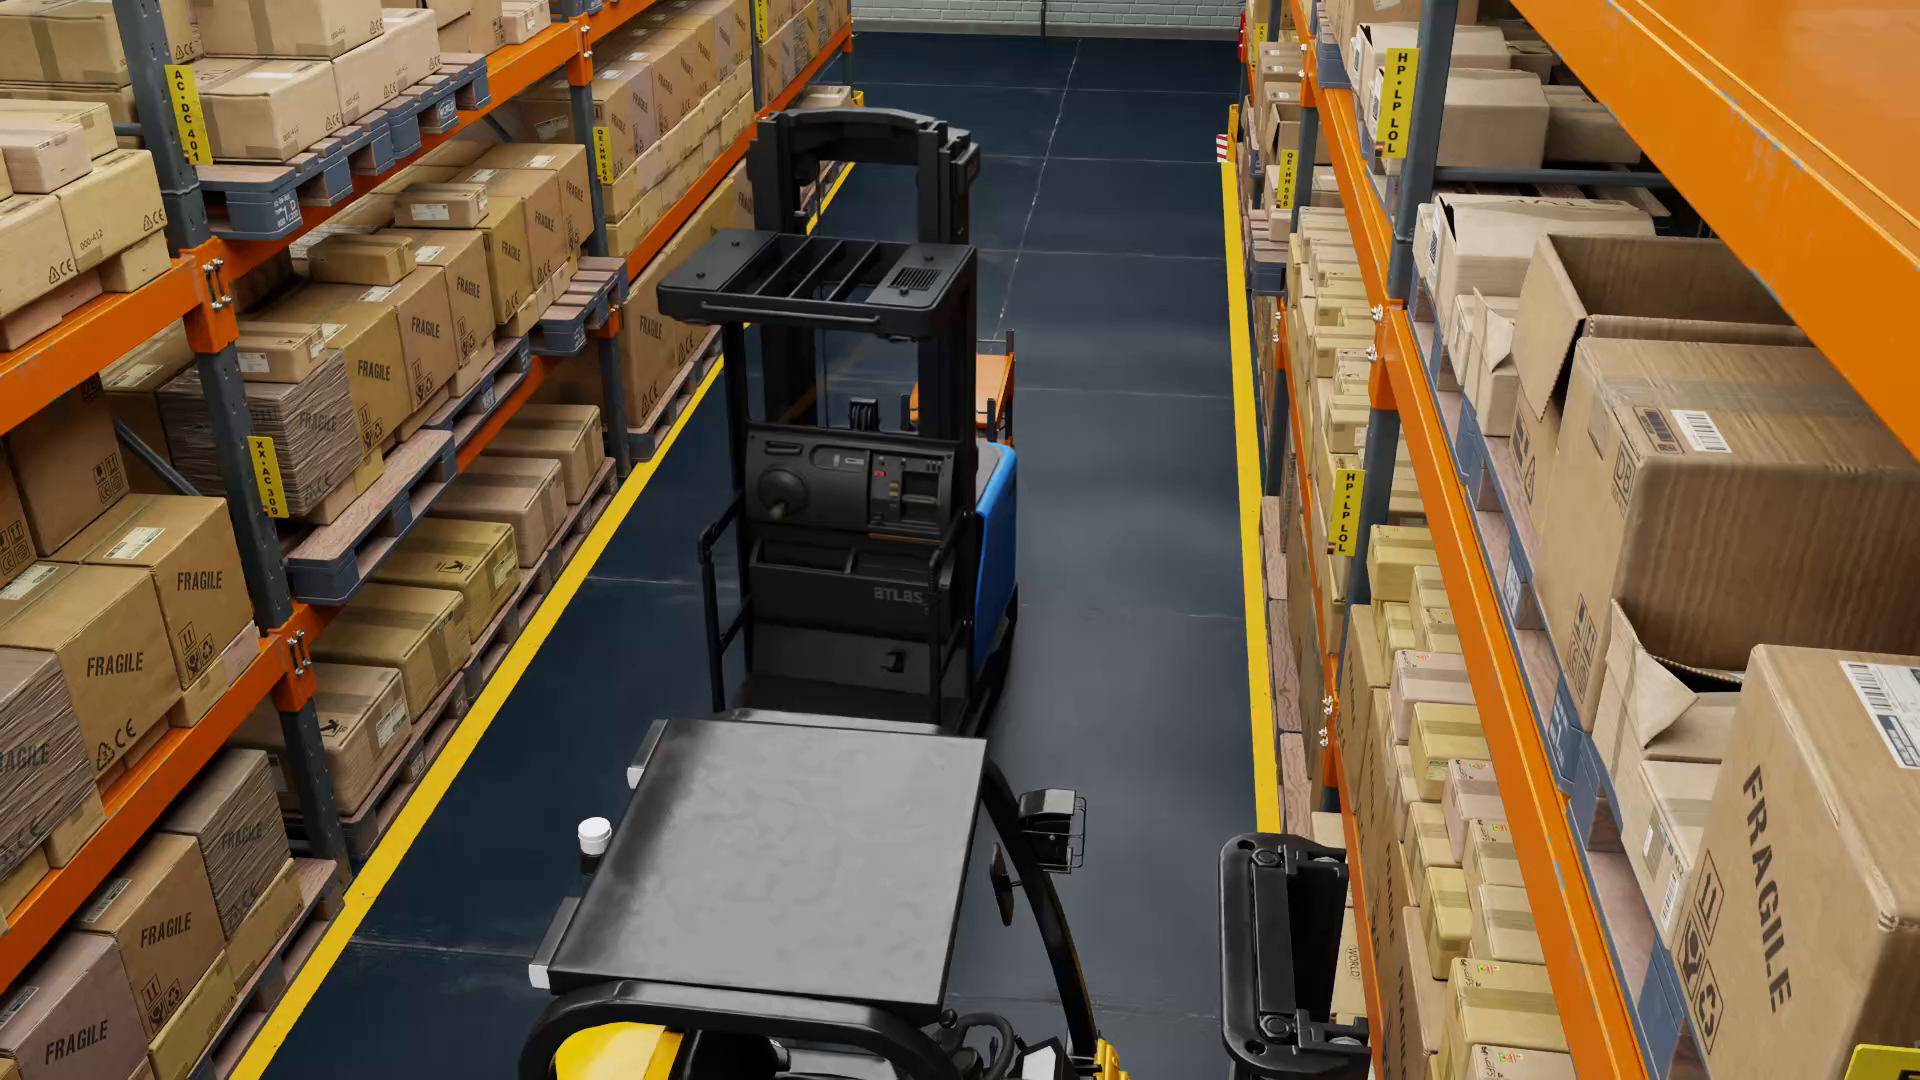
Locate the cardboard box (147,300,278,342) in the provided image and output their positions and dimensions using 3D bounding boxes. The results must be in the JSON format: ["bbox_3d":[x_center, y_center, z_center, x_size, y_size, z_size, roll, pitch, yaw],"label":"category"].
[{"bbox_3d":[-3.192,-0.700,7.025,0.500,0.500,0.500,4,29,6],"label":"cardboard box"}]

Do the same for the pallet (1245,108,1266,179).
[{"bbox_3d":[2.621,-2.901,12.174,1.003,0.211,1.213,3,28,6],"label":"pallet"}]

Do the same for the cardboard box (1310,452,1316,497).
[{"bbox_3d":[1.796,-0.245,7.200,0.500,0.250,0.500,4,29,7],"label":"cardboard box"}]

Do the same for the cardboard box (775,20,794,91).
[{"bbox_3d":[-1.717,-4.128,14.145,0.500,0.500,0.500,4,29,7],"label":"cardboard box"}]

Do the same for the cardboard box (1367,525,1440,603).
[{"bbox_3d":[1.513,0.083,5.331,0.380,0.149,0.250,4,29,7],"label":"cardboard box"}]

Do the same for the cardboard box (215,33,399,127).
[{"bbox_3d":[-2.549,-1.806,6.493,0.500,0.250,0.500,3,28,6],"label":"cardboard box"}]

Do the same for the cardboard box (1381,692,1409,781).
[{"bbox_3d":[1.408,0.574,4.733,0.380,0.149,0.250,4,29,7],"label":"cardboard box"}]

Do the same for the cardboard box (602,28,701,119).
[{"bbox_3d":[-2.092,-3.175,11.321,0.500,0.500,0.500,4,29,7],"label":"cardboard box"}]

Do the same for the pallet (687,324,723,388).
[{"bbox_3d":[-2.267,-1.471,12.257,1.003,0.211,1.213,3,28,6],"label":"pallet"}]

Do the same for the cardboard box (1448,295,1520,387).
[{"bbox_3d":[1.396,-0.473,4.019,0.380,0.149,0.250,4,29,8],"label":"cardboard box"}]

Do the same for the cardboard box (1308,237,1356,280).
[{"bbox_3d":[1.968,-1.421,8.435,0.380,0.149,0.250,4,29,8],"label":"cardboard box"}]

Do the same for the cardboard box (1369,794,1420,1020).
[{"bbox_3d":[1.425,1.045,4.543,0.500,0.500,0.500,3,28,6],"label":"cardboard box"}]

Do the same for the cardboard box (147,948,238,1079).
[{"bbox_3d":[-2.941,1.695,5.898,0.500,0.250,0.500,3,28,5],"label":"cardboard box"}]

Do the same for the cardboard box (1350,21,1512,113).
[{"bbox_3d":[1.788,-1.816,6.341,0.500,0.311,0.500,2,28,4],"label":"cardboard box"}]

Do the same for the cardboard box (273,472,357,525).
[{"bbox_3d":[-2.699,-0.192,6.766,0.380,0.149,0.250,4,29,7],"label":"cardboard box"}]

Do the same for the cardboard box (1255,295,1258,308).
[{"bbox_3d":[2.489,-1.974,12.444,0.500,0.500,0.500,3,28,6],"label":"cardboard box"}]

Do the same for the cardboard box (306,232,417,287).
[{"bbox_3d":[-2.641,-1.240,7.343,0.380,0.149,0.250,5,29,9],"label":"cardboard box"}]

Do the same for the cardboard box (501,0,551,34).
[{"bbox_3d":[-2.420,-2.808,8.903,0.380,0.149,0.250,3,28,6],"label":"cardboard box"}]

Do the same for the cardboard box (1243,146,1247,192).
[{"bbox_3d":[2.841,-3.397,15.085,0.500,0.500,0.500,4,29,7],"label":"cardboard box"}]

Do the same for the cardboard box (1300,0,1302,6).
[{"bbox_3d":[2.220,-3.219,9.558,0.500,0.250,0.500,3,29,6],"label":"cardboard box"}]

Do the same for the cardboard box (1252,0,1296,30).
[{"bbox_3d":[2.811,-4.729,14.419,0.500,0.500,0.500,4,29,7],"label":"cardboard box"}]

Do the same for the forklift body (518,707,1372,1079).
[{"bbox_3d":[-0.222,1.668,4.385,2.313,2.155,1.214,3,28,6],"label":"forklift body"}]

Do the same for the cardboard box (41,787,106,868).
[{"bbox_3d":[-2.938,0.882,5.215,0.380,0.149,0.250,3,28,5],"label":"cardboard box"}]

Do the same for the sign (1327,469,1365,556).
[{"bbox_3d":[1.307,-0.091,5.619,0.100,0.325,0.005,3,28,6],"label":"sign"}]

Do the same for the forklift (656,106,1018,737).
[{"bbox_3d":[-0.528,-0.201,7.032,1.130,2.935,3.031,6,29,11],"label":"forklift"}]

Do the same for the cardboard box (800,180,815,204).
[{"bbox_3d":[-1.807,-3.409,15.175,0.875,0.438,0.875,3,28,5],"label":"cardboard box"}]

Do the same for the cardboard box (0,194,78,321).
[{"bbox_3d":[-2.928,-0.800,4.755,0.500,0.250,0.500,3,28,5],"label":"cardboard box"}]

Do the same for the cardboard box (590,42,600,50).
[{"bbox_3d":[-2.664,-2.977,10.954,0.500,0.500,0.500,3,28,6],"label":"cardboard box"}]

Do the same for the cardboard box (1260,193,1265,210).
[{"bbox_3d":[2.519,-2.572,12.870,0.380,0.149,0.250,5,29,9],"label":"cardboard box"}]

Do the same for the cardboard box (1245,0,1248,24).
[{"bbox_3d":[2.994,-5.105,15.908,0.500,0.250,0.500,4,29,6],"label":"cardboard box"}]

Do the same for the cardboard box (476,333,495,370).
[{"bbox_3d":[-2.508,-0.931,8.138,0.380,0.149,0.250,2,28,5],"label":"cardboard box"}]

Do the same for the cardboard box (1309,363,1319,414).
[{"bbox_3d":[1.858,-0.709,7.534,0.500,0.250,0.500,4,29,7],"label":"cardboard box"}]

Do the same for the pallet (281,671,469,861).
[{"bbox_3d":[-2.986,0.985,7.699,1.003,0.211,1.213,3,28,6],"label":"pallet"}]

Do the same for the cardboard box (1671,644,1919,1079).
[{"bbox_3d":[1.169,0.477,1.885,0.500,0.500,0.500,4,29,8],"label":"cardboard box"}]

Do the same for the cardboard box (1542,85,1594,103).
[{"bbox_3d":[2.057,-1.541,6.003,0.380,0.149,0.250,3,28,6],"label":"cardboard box"}]

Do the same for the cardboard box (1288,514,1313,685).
[{"bbox_3d":[2.092,0.306,8.080,0.875,0.625,0.625,2,28,4],"label":"cardboard box"}]

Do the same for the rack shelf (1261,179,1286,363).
[{"bbox_3d":[2.582,-2.097,11.238,1.077,0.370,4.000,3,28,6],"label":"rack shelf"}]

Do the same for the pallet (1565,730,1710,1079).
[{"bbox_3d":[1.469,0.680,2.255,1.003,0.211,1.213,3,28,6],"label":"pallet"}]

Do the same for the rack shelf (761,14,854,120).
[{"bbox_3d":[-1.855,-4.267,15.265,1.077,0.370,4.000,3,28,6],"label":"rack shelf"}]

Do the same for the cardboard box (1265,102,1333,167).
[{"bbox_3d":[2.353,-2.482,10.642,0.797,0.503,0.637,3,28,5],"label":"cardboard box"}]

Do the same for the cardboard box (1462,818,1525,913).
[{"bbox_3d":[1.421,0.812,3.977,0.380,0.149,0.250,3,29,6],"label":"cardboard box"}]

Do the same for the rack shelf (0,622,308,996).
[{"bbox_3d":[-3.325,1.382,4.781,1.077,0.370,4.000,3,28,6],"label":"rack shelf"}]

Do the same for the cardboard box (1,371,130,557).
[{"bbox_3d":[-3.349,-0.297,5.665,0.700,0.500,0.500,3,28,6],"label":"cardboard box"}]

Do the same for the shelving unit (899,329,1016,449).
[{"bbox_3d":[0.001,-0.498,9.489,0.538,1.125,1.048,3,28,6],"label":"shelving unit"}]

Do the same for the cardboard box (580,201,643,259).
[{"bbox_3d":[-2.280,-1.909,10.288,0.500,0.250,0.500,3,28,5],"label":"cardboard box"}]

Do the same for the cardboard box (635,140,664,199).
[{"bbox_3d":[-2.218,-2.380,10.637,0.500,0.250,0.500,4,29,7],"label":"cardboard box"}]

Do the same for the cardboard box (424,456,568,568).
[{"bbox_3d":[-2.752,-0.174,9.238,0.950,0.372,0.625,3,28,5],"label":"cardboard box"}]

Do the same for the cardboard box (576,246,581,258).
[{"bbox_3d":[-2.397,-1.665,9.501,0.380,0.149,0.250,4,29,8],"label":"cardboard box"}]

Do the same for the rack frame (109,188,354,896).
[{"bbox_3d":[-3.080,0.124,6.357,1.000,3.000,0.127,3,28,6],"label":"rack frame"}]

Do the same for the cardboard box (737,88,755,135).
[{"bbox_3d":[-1.905,-3.350,12.964,0.500,0.250,0.500,3,28,5],"label":"cardboard box"}]

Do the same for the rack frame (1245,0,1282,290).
[{"bbox_3d":[2.827,-3.355,12.815,1.000,3.000,0.127,3,28,6],"label":"rack frame"}]

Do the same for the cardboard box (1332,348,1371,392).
[{"bbox_3d":[1.795,-0.696,7.090,0.380,0.149,0.250,4,29,7],"label":"cardboard box"}]

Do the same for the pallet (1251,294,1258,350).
[{"bbox_3d":[2.765,-1.742,12.762,1.003,0.211,1.213,3,28,6],"label":"pallet"}]

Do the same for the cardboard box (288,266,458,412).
[{"bbox_3d":[-2.603,-0.908,7.410,0.500,0.500,0.500,3,28,6],"label":"cardboard box"}]
